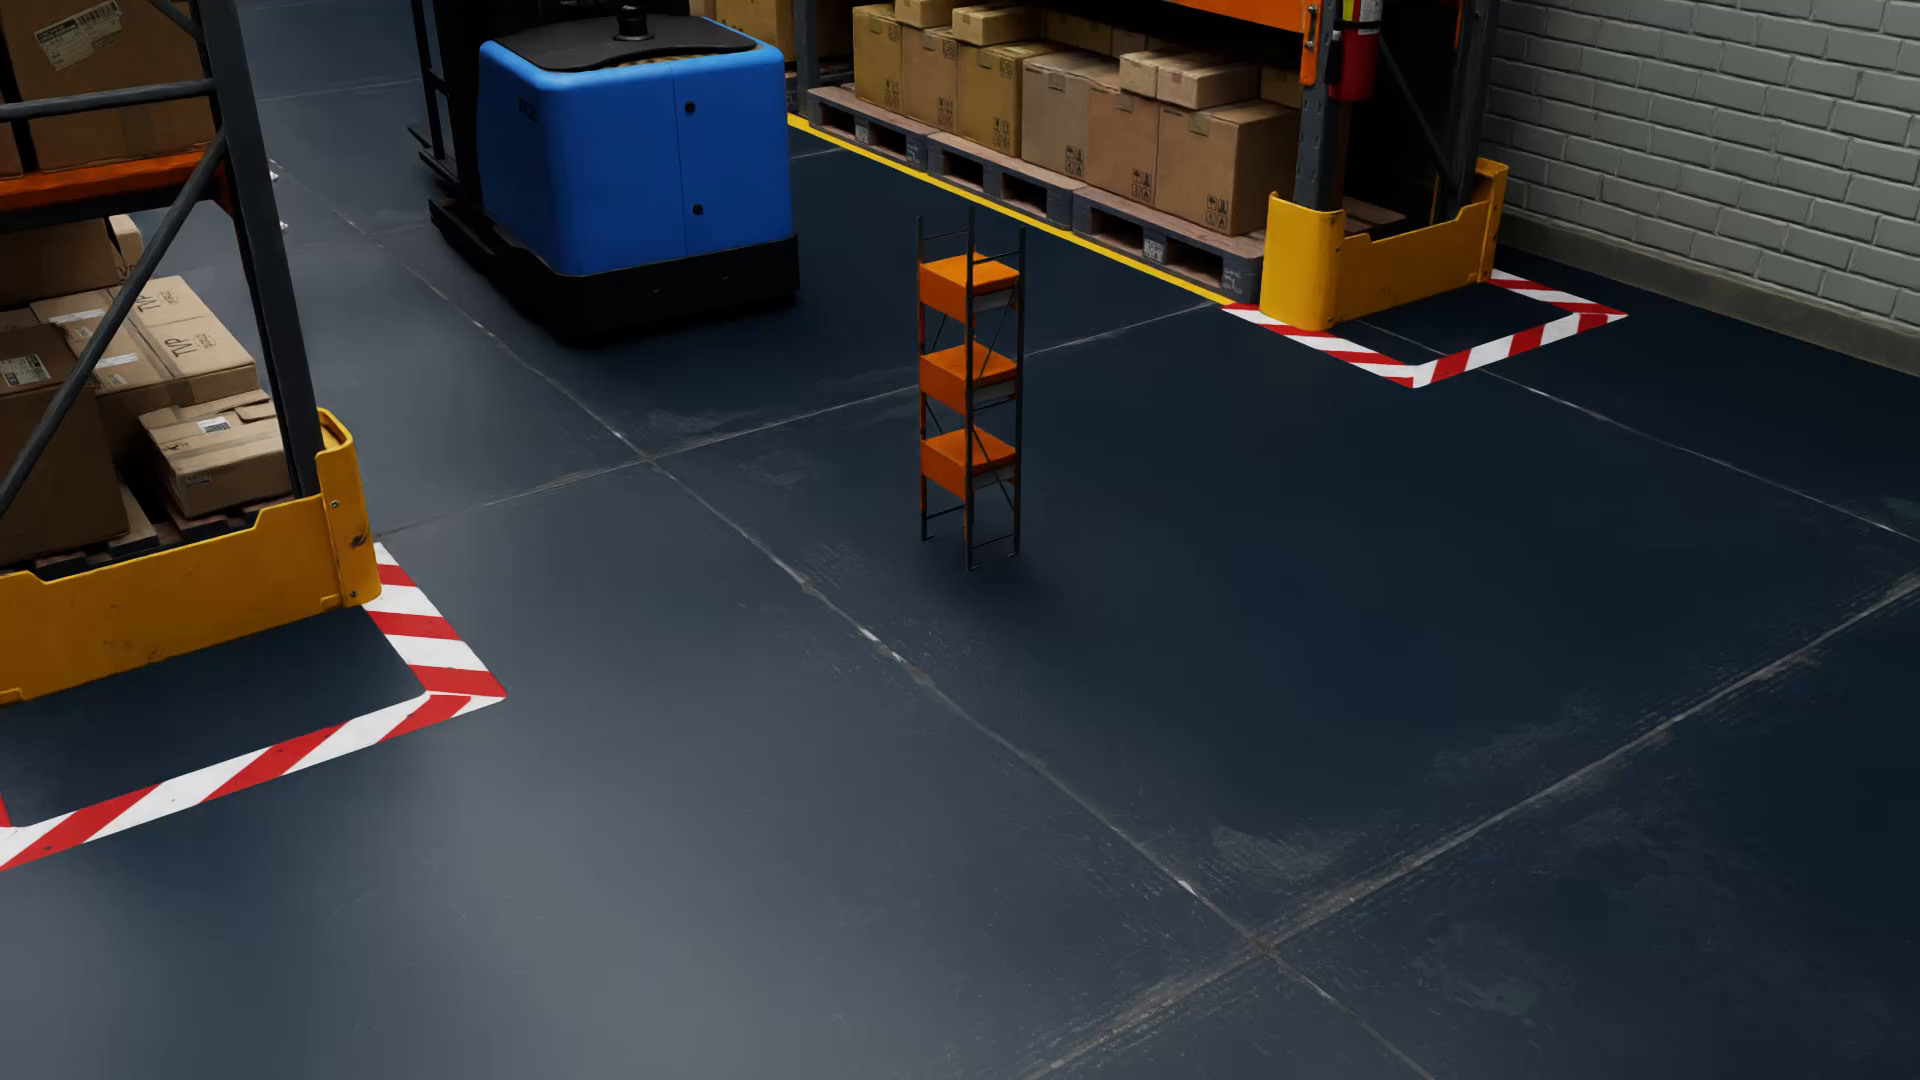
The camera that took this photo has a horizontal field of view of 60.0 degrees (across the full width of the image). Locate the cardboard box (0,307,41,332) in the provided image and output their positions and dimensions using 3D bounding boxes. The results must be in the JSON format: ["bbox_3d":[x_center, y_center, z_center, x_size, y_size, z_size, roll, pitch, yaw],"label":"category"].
[{"bbox_3d":[-3.274,-0.532,5.507,0.500,0.250,0.500,-19,34,-31],"label":"cardboard box"}]

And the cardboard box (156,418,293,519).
[{"bbox_3d":[-2.194,-0.225,5.047,0.380,0.149,0.250,-19,34,-31],"label":"cardboard box"}]

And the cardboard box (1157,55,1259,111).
[{"bbox_3d":[1.091,-2.014,7.315,0.380,0.149,0.250,-19,34,-31],"label":"cardboard box"}]

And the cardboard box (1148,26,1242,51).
[{"bbox_3d":[1.110,-2.315,7.870,0.380,0.149,0.250,-18,34,-30],"label":"cardboard box"}]

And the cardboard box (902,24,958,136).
[{"bbox_3d":[0.120,-2.525,8.935,0.700,0.500,0.500,-19,34,-31],"label":"cardboard box"}]

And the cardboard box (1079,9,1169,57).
[{"bbox_3d":[0.813,-2.514,8.235,0.380,0.149,0.250,-18,33,-30],"label":"cardboard box"}]

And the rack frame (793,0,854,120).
[{"bbox_3d":[-0.519,-3.954,9.387,1.000,3.000,0.127,-19,34,-31],"label":"rack frame"}]

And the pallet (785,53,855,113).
[{"bbox_3d":[-1.028,-3.008,10.567,1.003,0.211,1.213,-19,34,-31],"label":"pallet"}]

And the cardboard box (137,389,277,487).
[{"bbox_3d":[-2.339,-0.330,5.222,0.380,0.166,0.250,-19,34,-31],"label":"cardboard box"}]

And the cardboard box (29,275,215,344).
[{"bbox_3d":[-2.896,-0.690,5.797,0.500,0.250,0.500,-19,34,-31],"label":"cardboard box"}]

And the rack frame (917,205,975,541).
[{"bbox_3d":[-0.040,-0.488,5.048,0.200,1.050,0.008,-19,34,-31],"label":"rack frame"}]

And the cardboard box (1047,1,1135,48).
[{"bbox_3d":[0.666,-2.612,8.416,0.380,0.149,0.250,-19,34,-31],"label":"cardboard box"}]

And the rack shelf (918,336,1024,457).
[{"bbox_3d":[0.031,-0.431,4.966,0.215,0.259,0.240,-19,34,-31],"label":"rack shelf"}]

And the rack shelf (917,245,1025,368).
[{"bbox_3d":[0.031,-0.681,4.831,0.215,0.259,0.240,-19,34,-31],"label":"rack shelf"}]

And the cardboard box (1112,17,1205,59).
[{"bbox_3d":[0.962,-2.414,8.052,0.380,0.149,0.250,-18,33,-30],"label":"cardboard box"}]

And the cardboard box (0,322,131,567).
[{"bbox_3d":[-2.748,-0.264,4.752,0.500,0.500,0.500,-19,34,-31],"label":"cardboard box"}]

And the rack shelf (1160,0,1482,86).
[{"bbox_3d":[0.641,-2.860,8.128,1.077,0.370,4.000,-19,34,-31],"label":"rack shelf"}]

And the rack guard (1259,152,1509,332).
[{"bbox_3d":[1.815,-1.291,7.104,1.175,0.500,0.348,-19,34,-31],"label":"rack guard"}]

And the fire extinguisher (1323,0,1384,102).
[{"bbox_3d":[1.513,-2.015,6.288,0.296,0.674,0.183,-19,34,-31],"label":"fire extinguisher"}]

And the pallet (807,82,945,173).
[{"bbox_3d":[-0.141,-2.411,9.469,1.003,0.211,1.213,-19,34,-31],"label":"pallet"}]

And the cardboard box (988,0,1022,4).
[{"bbox_3d":[0.370,-2.811,8.782,0.380,0.149,0.250,-20,34,-32],"label":"cardboard box"}]

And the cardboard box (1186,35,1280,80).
[{"bbox_3d":[1.255,-2.218,7.690,0.380,0.149,0.250,-19,34,-31],"label":"cardboard box"}]

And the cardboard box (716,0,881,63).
[{"bbox_3d":[-1.002,-3.411,10.199,0.750,0.750,0.750,-18,33,-30],"label":"cardboard box"}]

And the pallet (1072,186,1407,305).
[{"bbox_3d":[1.274,-1.463,7.722,1.003,0.211,1.213,-19,34,-31],"label":"pallet"}]

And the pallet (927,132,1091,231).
[{"bbox_3d":[0.570,-1.937,8.595,1.003,0.211,1.213,-19,34,-31],"label":"pallet"}]

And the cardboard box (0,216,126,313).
[{"bbox_3d":[-3.458,-0.949,6.008,0.797,0.503,0.637,-19,34,-31],"label":"cardboard box"}]

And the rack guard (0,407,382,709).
[{"bbox_3d":[-2.276,0.043,4.647,1.175,0.500,0.348,-19,34,-31],"label":"rack guard"}]

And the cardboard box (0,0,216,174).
[{"bbox_3d":[-2.274,-1.316,4.425,0.500,0.500,0.500,-18,33,-30],"label":"cardboard box"}]

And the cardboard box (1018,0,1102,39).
[{"bbox_3d":[0.516,-2.712,8.601,0.380,0.149,0.250,-18,33,-30],"label":"cardboard box"}]

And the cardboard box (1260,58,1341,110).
[{"bbox_3d":[1.549,-2.021,7.328,0.380,0.149,0.250,-19,34,-30],"label":"cardboard box"}]

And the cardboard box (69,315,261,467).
[{"bbox_3d":[-2.606,-0.495,5.439,0.500,0.250,0.500,-19,34,-31],"label":"cardboard box"}]

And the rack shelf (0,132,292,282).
[{"bbox_3d":[-3.392,-1.488,5.600,1.077,0.370,4.000,-19,34,-31],"label":"rack shelf"}]

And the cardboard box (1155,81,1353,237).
[{"bbox_3d":[1.314,-1.729,7.471,0.700,0.500,0.500,-19,34,-31],"label":"cardboard box"}]

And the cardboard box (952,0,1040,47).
[{"bbox_3d":[0.184,-2.619,8.430,0.380,0.149,0.250,-20,34,-32],"label":"cardboard box"}]

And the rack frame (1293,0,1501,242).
[{"bbox_3d":[1.801,-2.399,6.524,1.000,3.000,0.127,-19,34,-31],"label":"rack frame"}]

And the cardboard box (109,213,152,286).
[{"bbox_3d":[-3.555,-1.158,6.596,0.500,0.311,0.500,-19,34,-31],"label":"cardboard box"}]

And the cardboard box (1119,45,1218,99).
[{"bbox_3d":[0.942,-2.113,7.497,0.380,0.149,0.250,-18,33,-29],"label":"cardboard box"}]

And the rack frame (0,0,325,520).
[{"bbox_3d":[-2.232,-1.026,3.996,1.000,3.000,0.127,-19,34,-31],"label":"rack frame"}]

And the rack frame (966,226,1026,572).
[{"bbox_3d":[0.102,-0.393,4.874,0.200,1.050,0.008,-19,34,-31],"label":"rack frame"}]

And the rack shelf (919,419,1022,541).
[{"bbox_3d":[0.031,-0.187,5.099,0.215,0.259,0.240,-19,34,-31],"label":"rack shelf"}]

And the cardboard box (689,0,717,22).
[{"bbox_3d":[-1.520,-3.755,10.834,0.750,0.750,0.750,-18,33,-29],"label":"cardboard box"}]

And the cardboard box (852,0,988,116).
[{"bbox_3d":[-0.168,-2.721,9.296,0.700,0.500,0.500,-18,33,-30],"label":"cardboard box"}]

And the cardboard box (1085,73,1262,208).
[{"bbox_3d":[1.024,-1.924,7.829,0.700,0.500,0.500,-19,34,-31],"label":"cardboard box"}]

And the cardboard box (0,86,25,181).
[{"bbox_3d":[-2.713,-1.169,4.154,0.500,0.500,0.500,-18,33,-29],"label":"cardboard box"}]

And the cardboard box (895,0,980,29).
[{"bbox_3d":[-0.118,-2.822,8.803,0.380,0.149,0.250,-18,33,-29],"label":"cardboard box"}]

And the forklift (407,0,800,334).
[{"bbox_3d":[-1.874,-2.772,7.283,1.130,2.935,3.031,-16,32,-27],"label":"forklift"}]

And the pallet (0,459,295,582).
[{"bbox_3d":[-2.739,-0.140,5.287,1.003,0.211,1.213,-19,34,-31],"label":"pallet"}]

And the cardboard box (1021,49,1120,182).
[{"bbox_3d":[0.731,-2.119,8.188,0.700,0.500,0.500,-20,34,-32],"label":"cardboard box"}]

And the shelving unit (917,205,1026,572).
[{"bbox_3d":[0.031,-0.441,4.961,0.215,1.050,0.252,-19,34,-31],"label":"shelving unit"}]

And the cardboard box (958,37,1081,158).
[{"bbox_3d":[0.416,-2.325,8.566,0.700,0.500,0.500,-18,33,-30],"label":"cardboard box"}]
